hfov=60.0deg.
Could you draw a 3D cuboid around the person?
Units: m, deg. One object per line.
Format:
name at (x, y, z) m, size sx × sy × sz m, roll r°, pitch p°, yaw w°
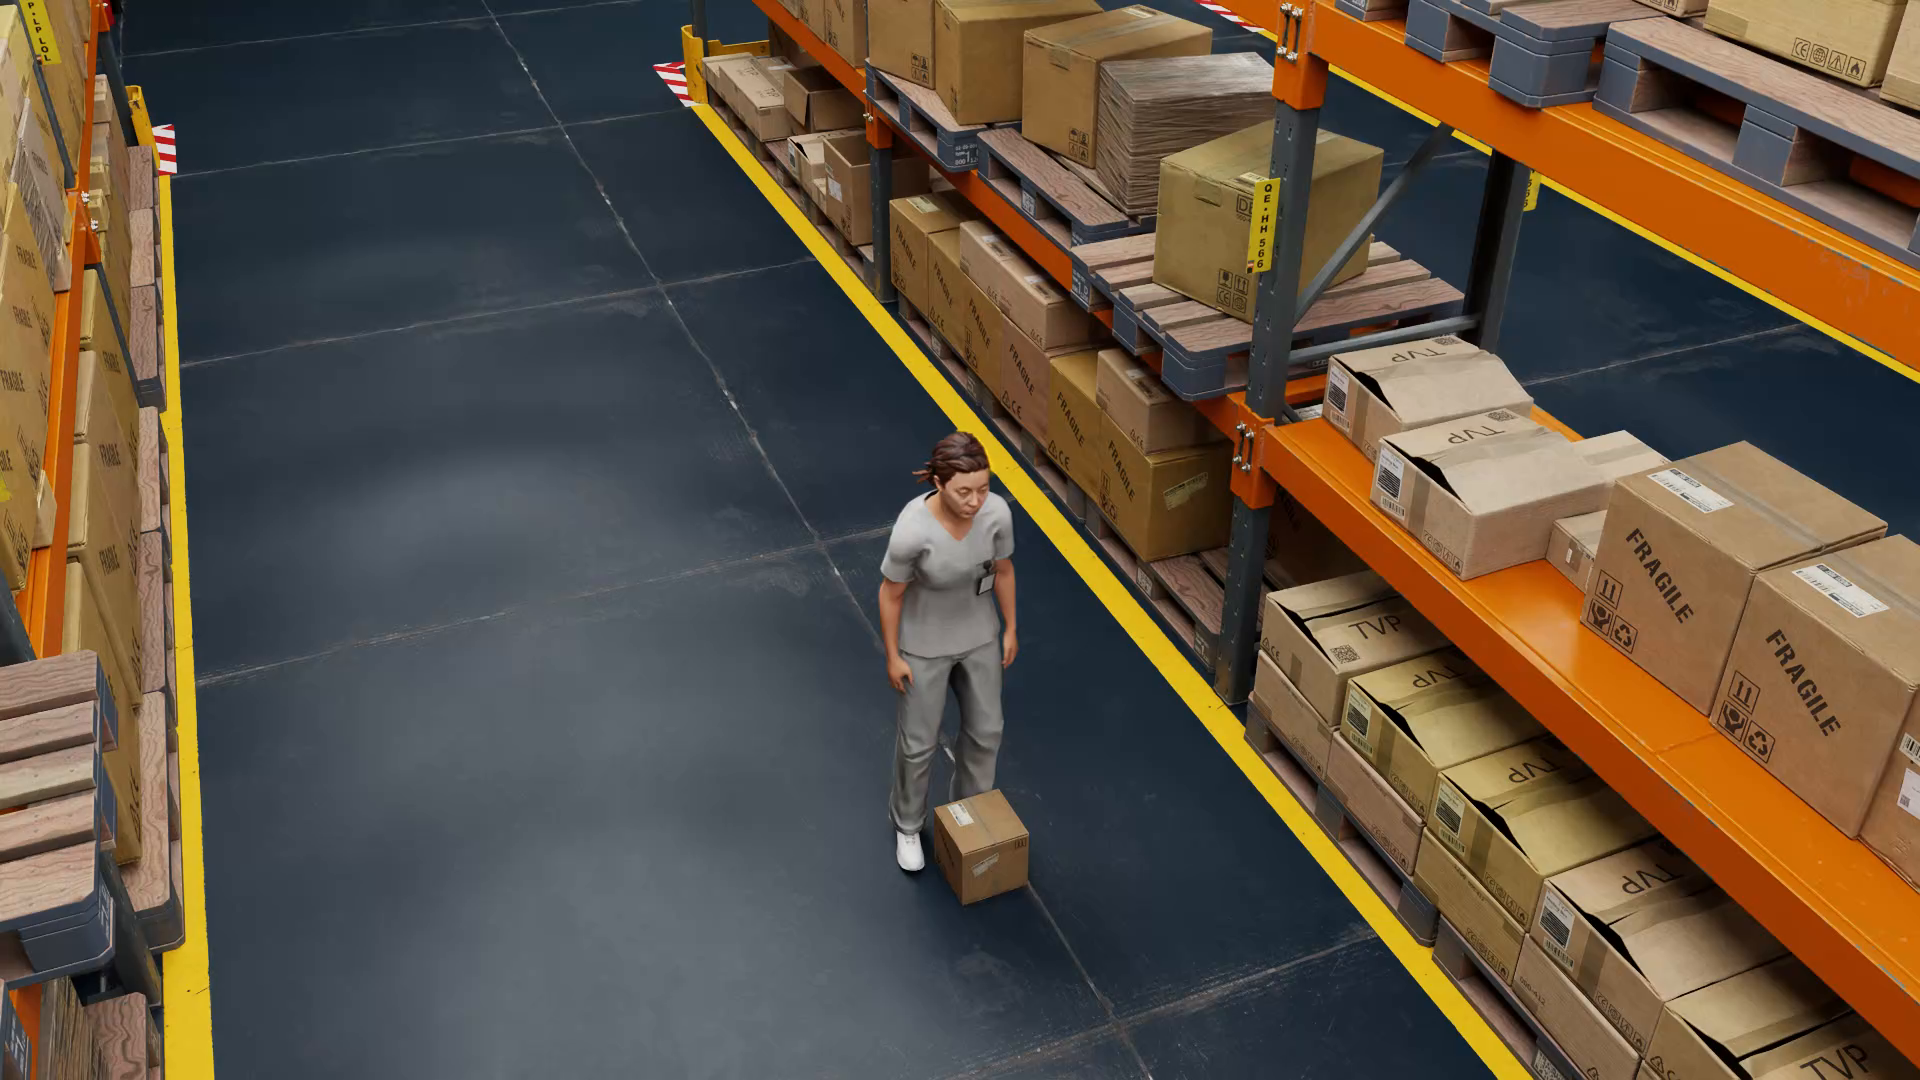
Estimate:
person at (-0.022, 0.369, 5.587) m, size 0.491 × 1.673 × 0.404 m, roll -13°, pitch 36°, yaw -19°
